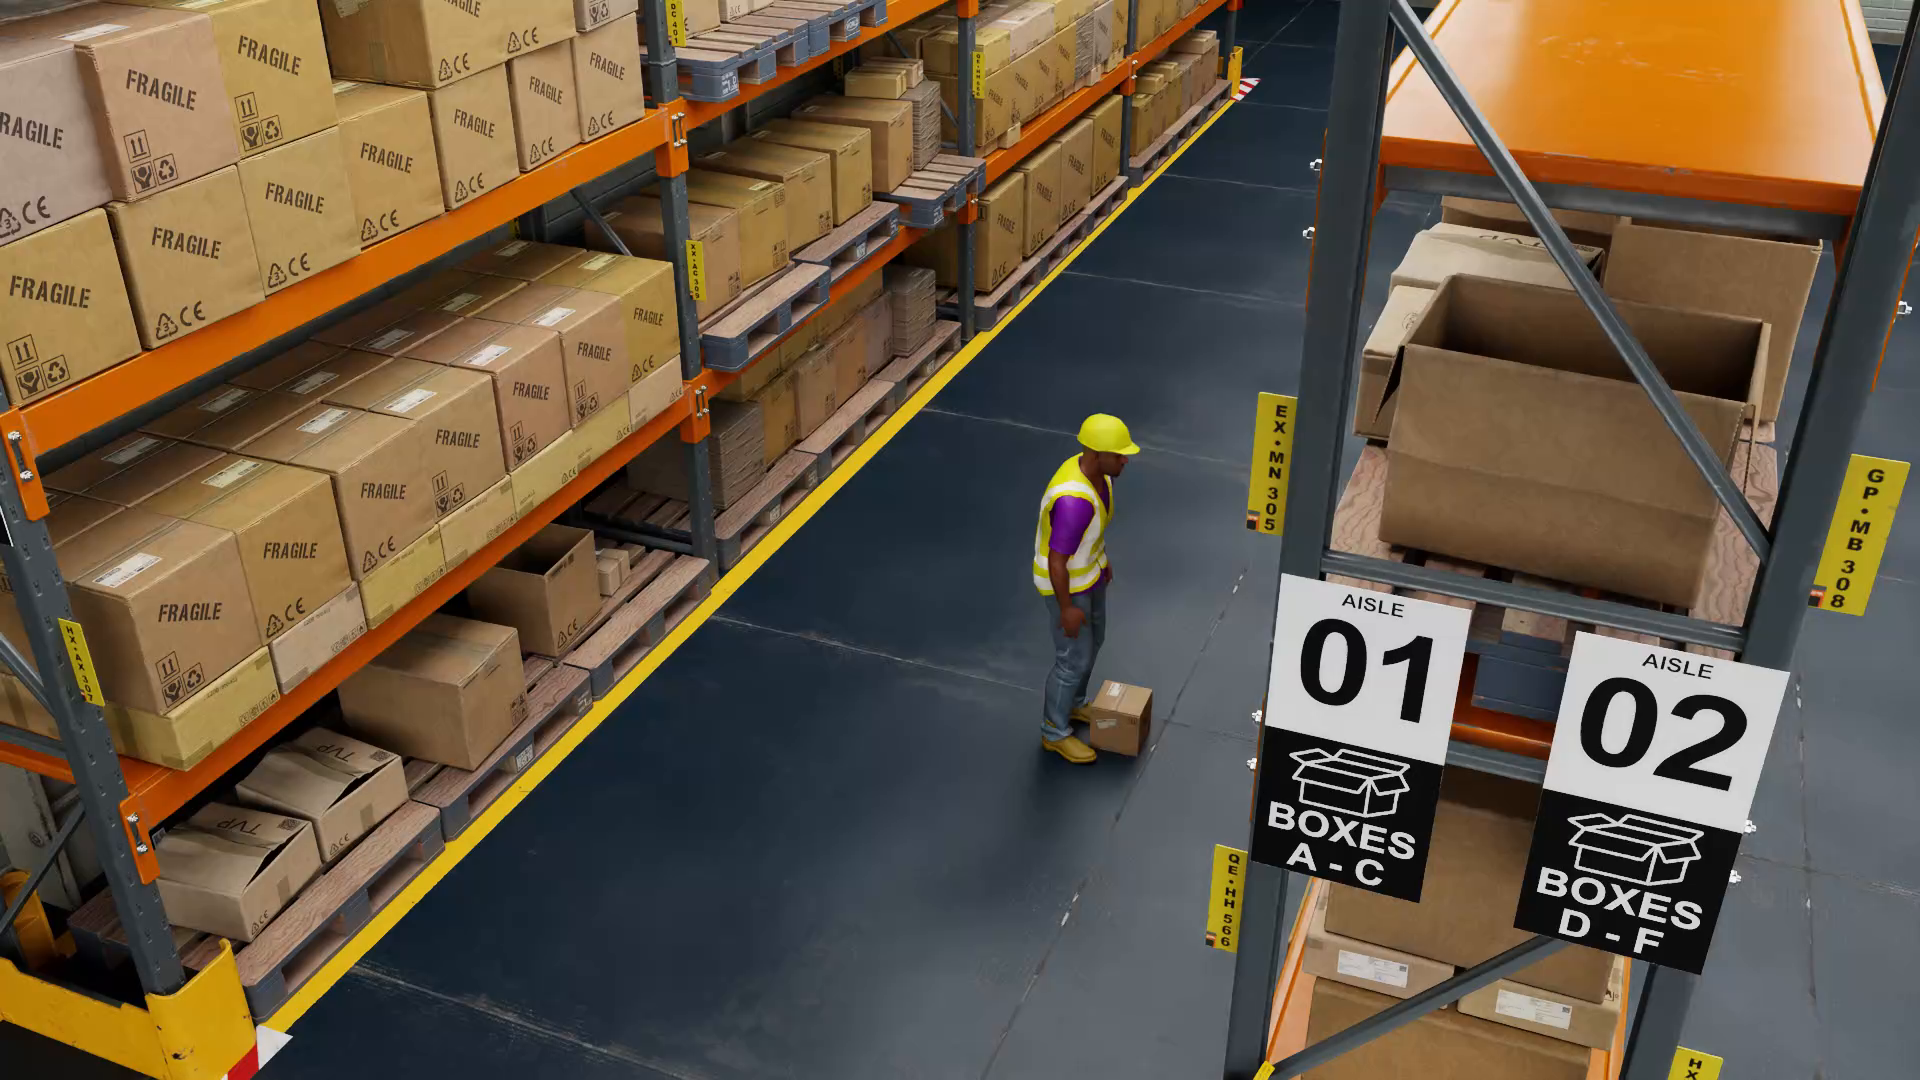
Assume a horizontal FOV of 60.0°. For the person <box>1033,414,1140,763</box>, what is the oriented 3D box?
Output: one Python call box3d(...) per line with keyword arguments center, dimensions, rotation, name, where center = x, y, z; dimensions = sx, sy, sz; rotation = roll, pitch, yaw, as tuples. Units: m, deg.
box3d(center=(0.597, 0.200, 8.027), dimensions=(0.463, 1.760, 0.635), rotation=(11, 31, 18), name="person")
